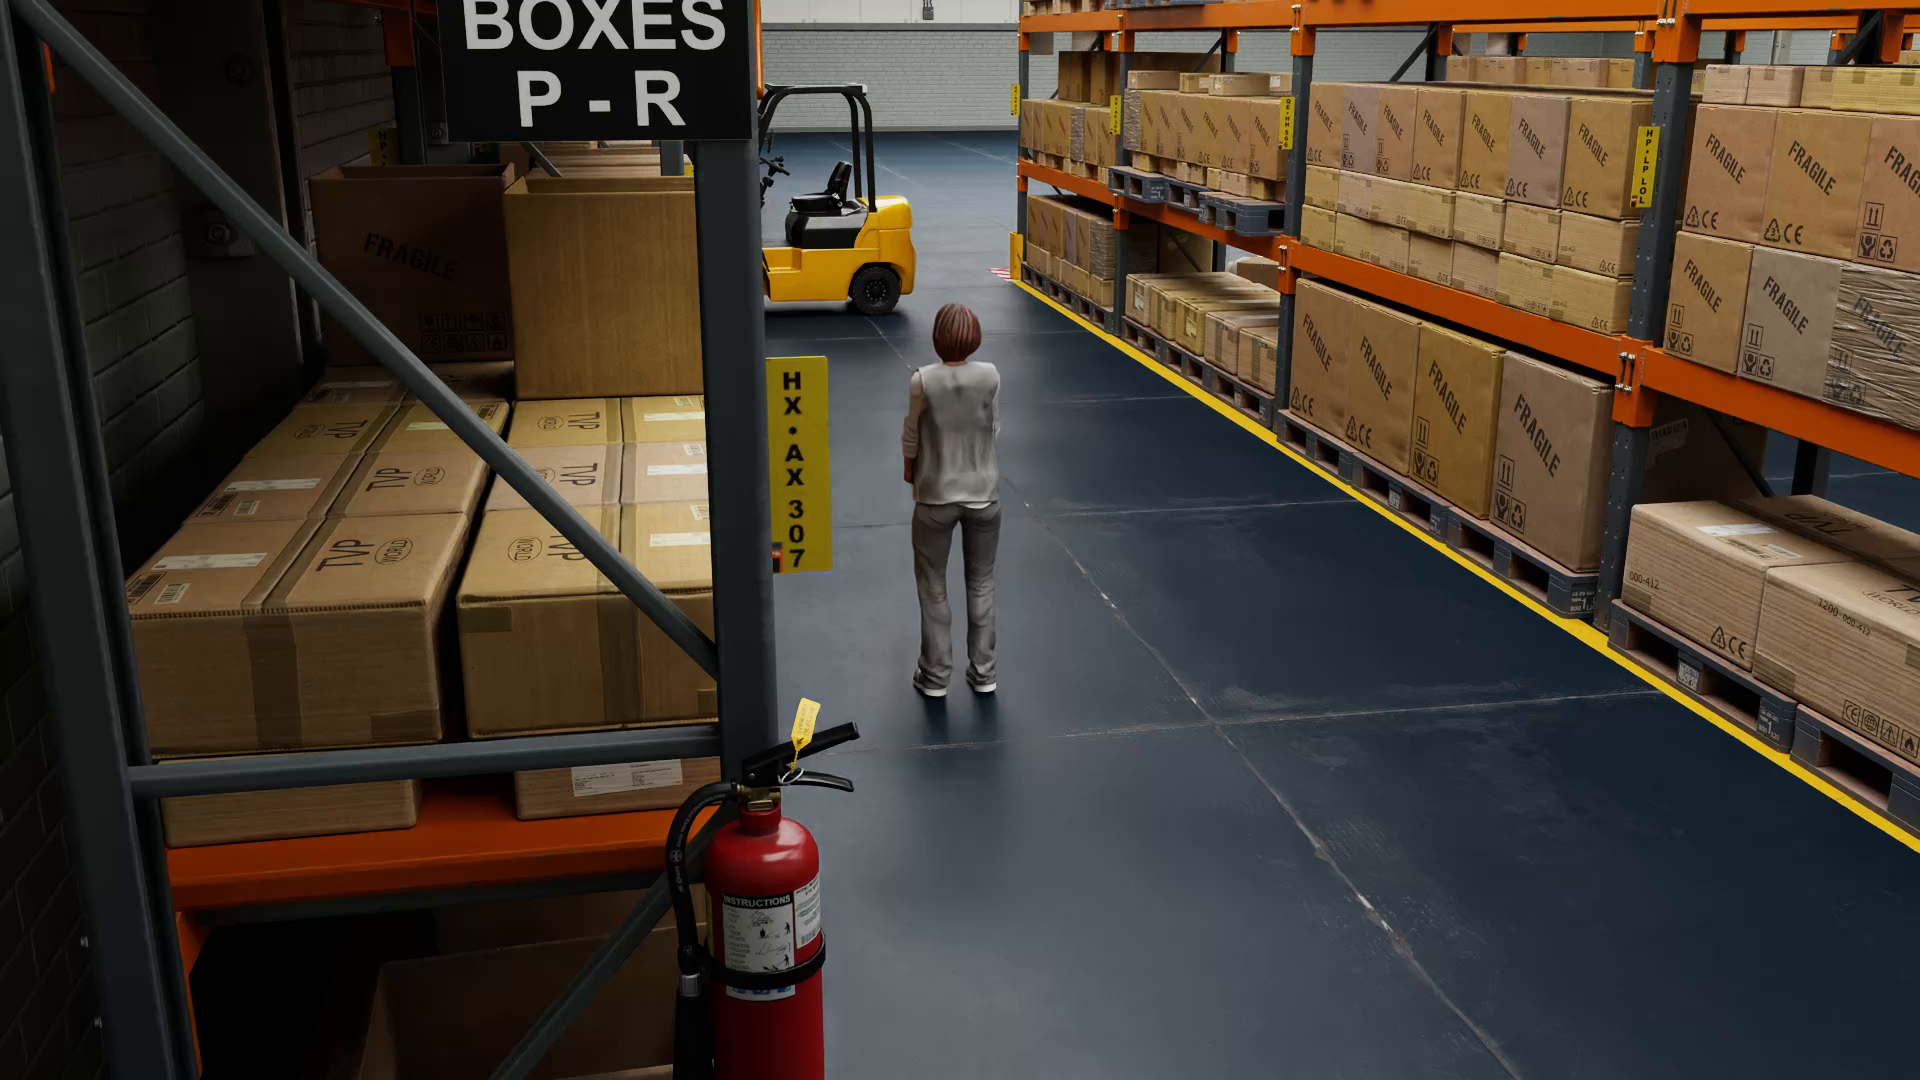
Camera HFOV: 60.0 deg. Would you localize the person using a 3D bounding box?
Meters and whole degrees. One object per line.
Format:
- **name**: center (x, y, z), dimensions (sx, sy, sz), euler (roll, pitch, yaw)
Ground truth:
- **person**: center (-0.036, -0.173, 6.642), dimensions (0.397, 1.597, 0.496), euler (-4, 17, -13)
